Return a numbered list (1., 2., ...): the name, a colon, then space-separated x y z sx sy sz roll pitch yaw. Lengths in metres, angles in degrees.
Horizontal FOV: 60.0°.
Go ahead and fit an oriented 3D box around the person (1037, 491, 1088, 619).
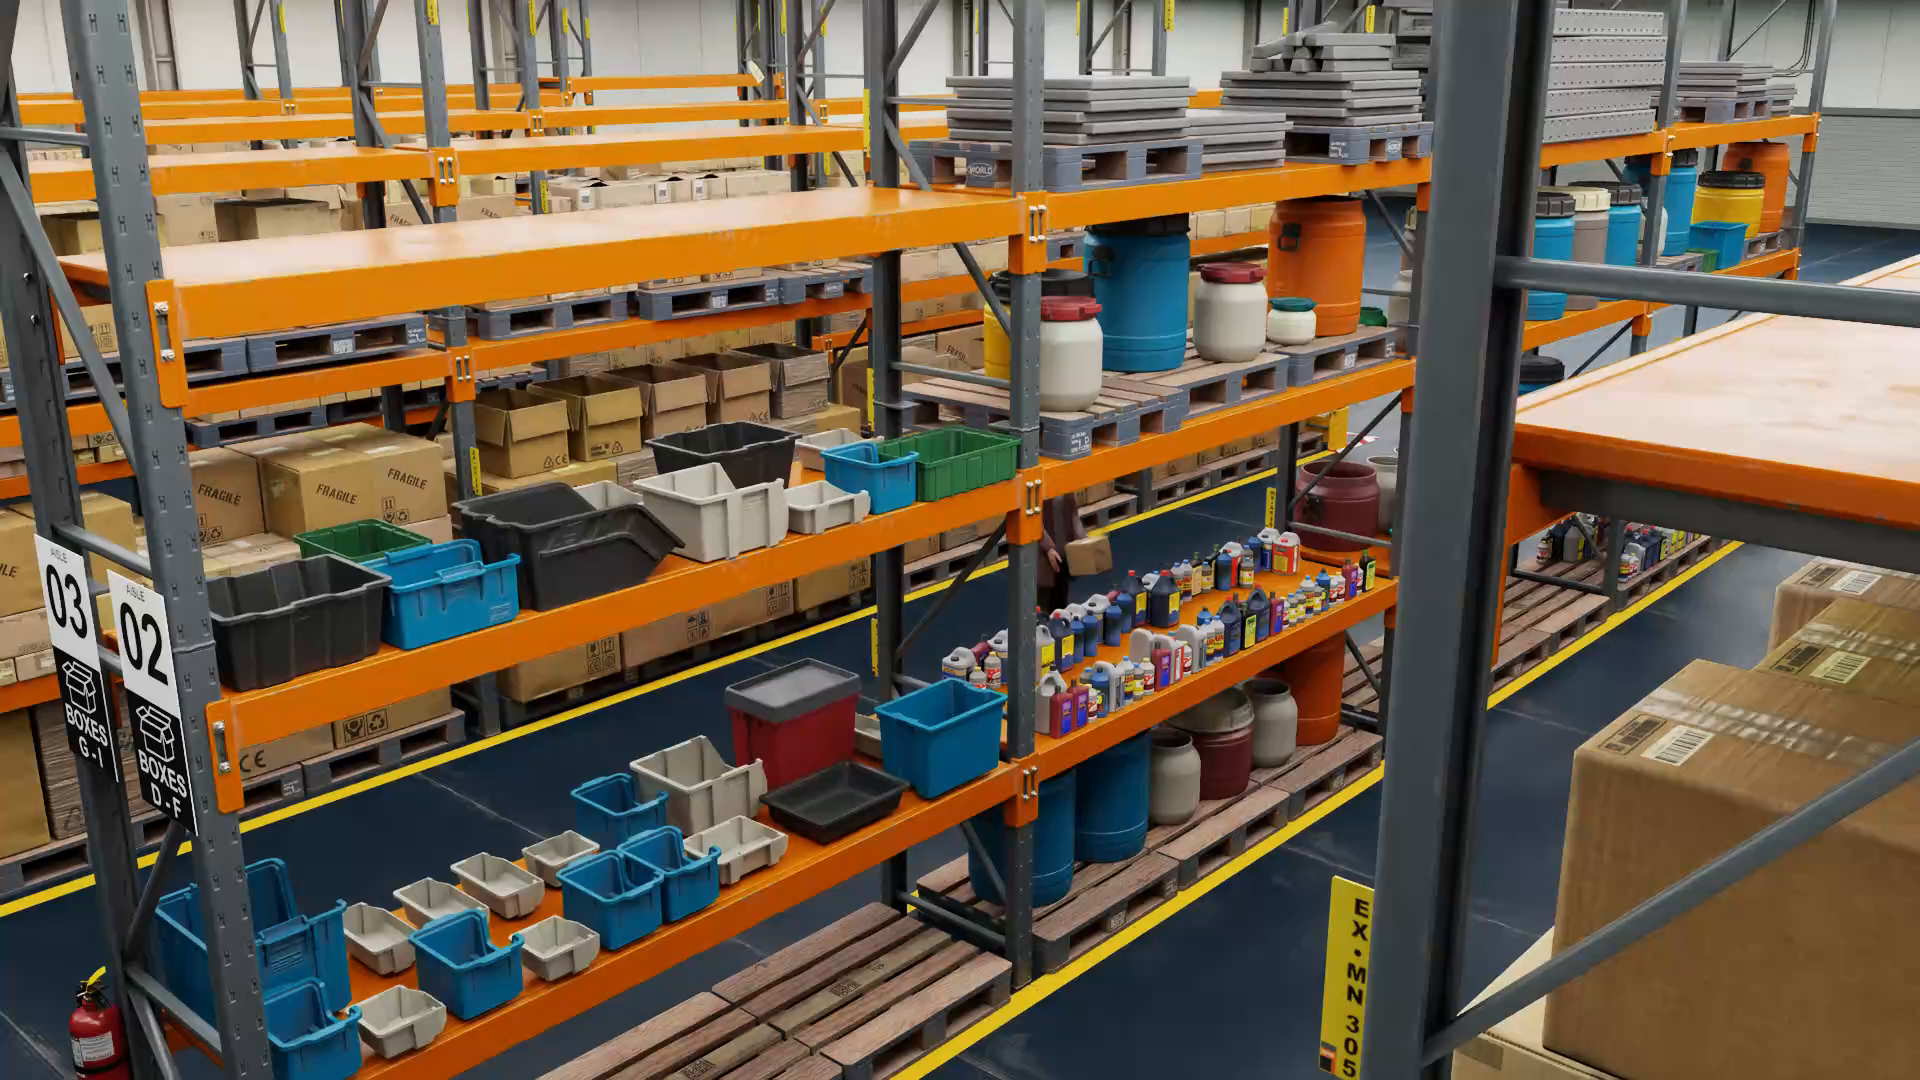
1. person: 0.765 0.123 13.143 0.562 1.779 0.540 -12 21 -36
